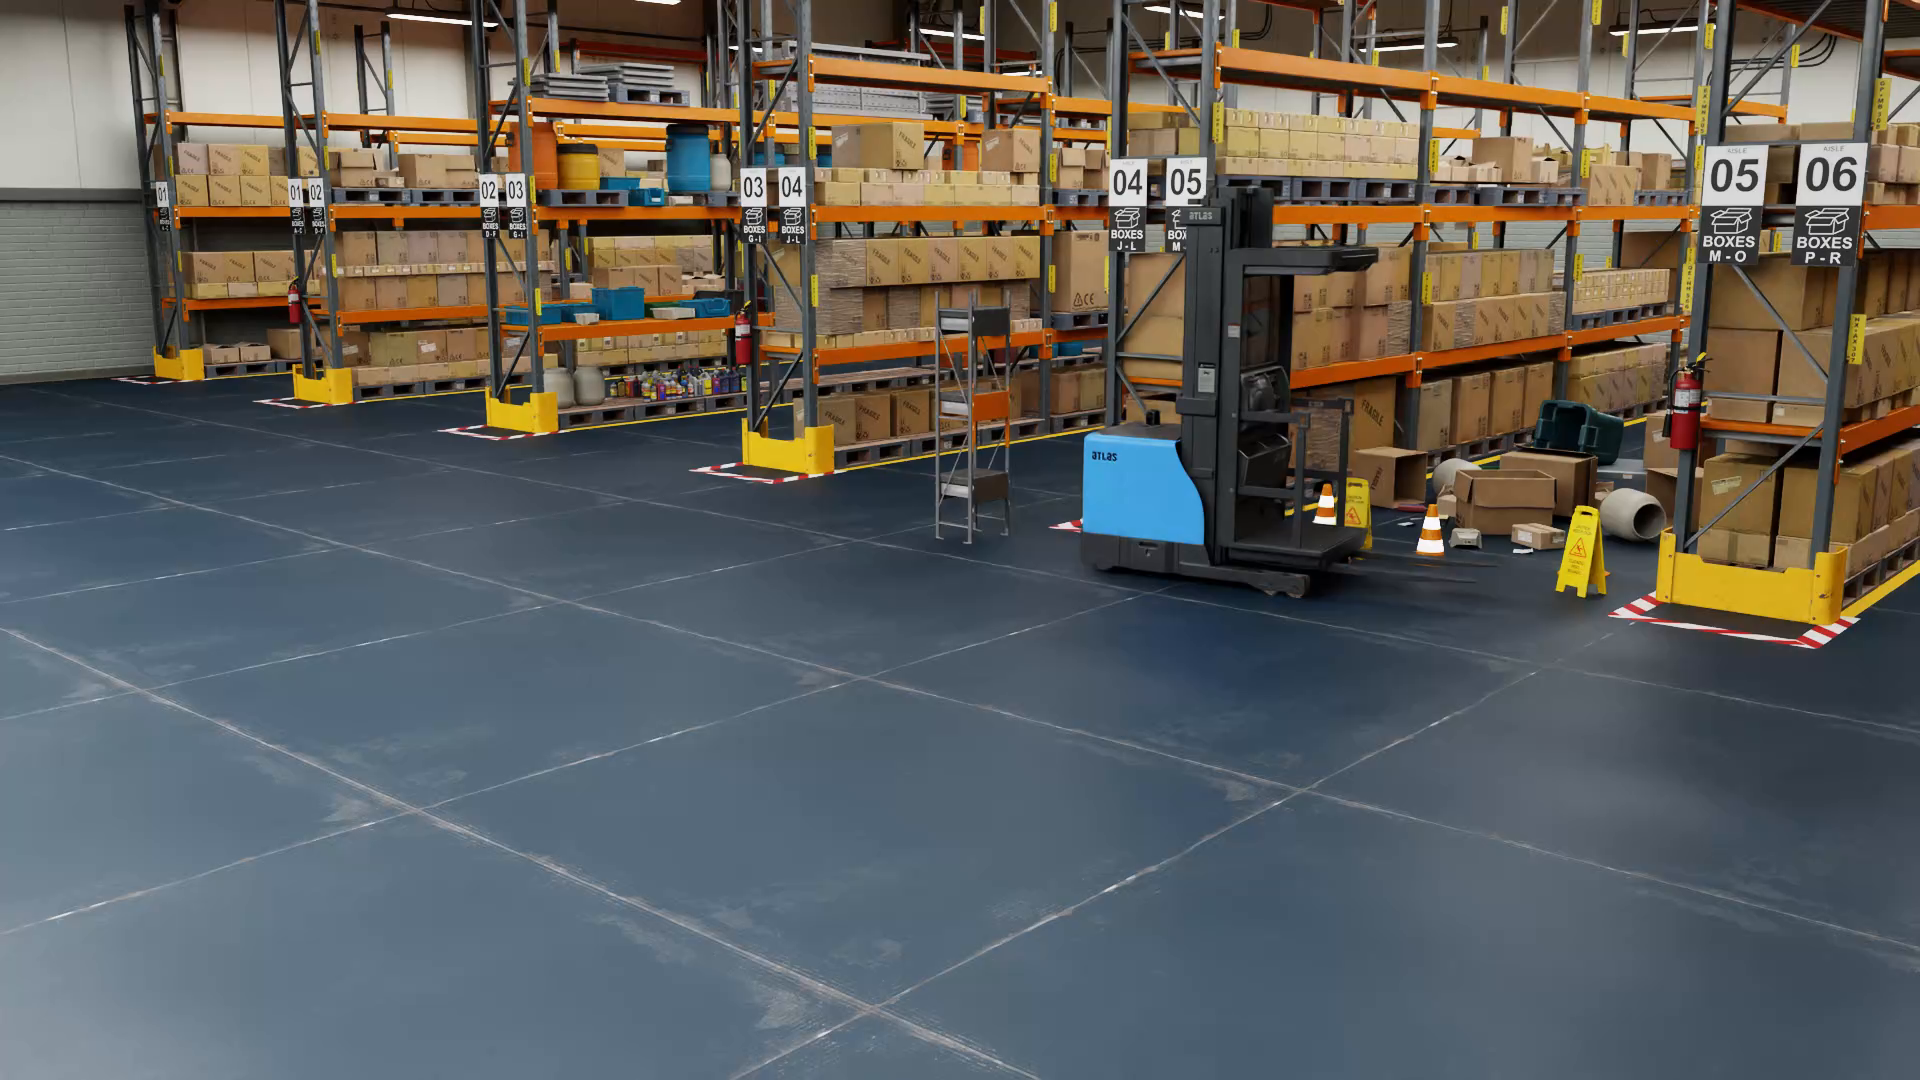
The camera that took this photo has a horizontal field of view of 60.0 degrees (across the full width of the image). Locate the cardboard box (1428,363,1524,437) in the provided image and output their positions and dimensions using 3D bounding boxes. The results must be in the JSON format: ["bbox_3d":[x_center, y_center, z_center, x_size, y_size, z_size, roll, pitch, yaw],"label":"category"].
[{"bbox_3d":[5.965,-1.671,19.593,1.050,0.750,0.750,10,15,41],"label":"cardboard box"}]

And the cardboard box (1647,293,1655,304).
[{"bbox_3d":[9.199,-3.288,22.585,0.380,0.149,0.250,10,15,40],"label":"cardboard box"}]

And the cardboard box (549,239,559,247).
[{"bbox_3d":[-8.018,-5.881,32.965,0.380,0.149,0.250,7,14,33],"label":"cardboard box"}]

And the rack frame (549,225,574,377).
[{"bbox_3d":[-6.730,-4.125,27.204,1.000,3.000,0.127,10,15,40],"label":"rack frame"}]

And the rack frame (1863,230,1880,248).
[{"bbox_3d":[8.153,-1.562,14.374,1.000,3.000,0.127,10,15,40],"label":"rack frame"}]

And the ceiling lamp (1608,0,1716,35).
[{"bbox_3d":[12.307,-10.480,28.805,2.000,3.185,0.800,10,15,40],"label":"ceiling lamp"}]

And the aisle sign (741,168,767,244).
[{"bbox_3d":[-2.198,-3.559,17.736,0.394,0.787,0.004,10,15,40],"label":"aisle sign"}]

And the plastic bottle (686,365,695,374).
[{"bbox_3d":[-3.856,-2.335,23.885,0.144,0.351,0.185,10,15,42],"label":"plastic bottle"}]

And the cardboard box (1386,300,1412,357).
[{"bbox_3d":[4.134,-2.205,17.210,0.875,0.550,0.550,10,15,40],"label":"cardboard box"}]

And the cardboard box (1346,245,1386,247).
[{"bbox_3d":[6.498,-4.498,26.781,0.500,0.500,0.500,10,15,40],"label":"cardboard box"}]

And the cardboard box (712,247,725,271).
[{"bbox_3d":[-5.288,-6.046,35.757,0.500,0.500,0.500,9,15,39],"label":"cardboard box"}]

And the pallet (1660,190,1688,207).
[{"bbox_3d":[9.162,-4.666,22.736,1.213,0.211,1.003,10,15,40],"label":"pallet"}]

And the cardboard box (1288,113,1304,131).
[{"bbox_3d":[2.859,-3.750,14.947,0.380,0.149,0.250,9,15,39],"label":"cardboard box"}]

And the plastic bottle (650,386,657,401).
[{"bbox_3d":[-4.153,-1.980,22.490,0.097,0.201,0.097,0,11,0],"label":"plastic bottle"}]

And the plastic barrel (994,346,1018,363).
[{"bbox_3d":[0.685,-3.336,28.340,0.600,0.588,0.708,10,15,40],"label":"plastic barrel"}]

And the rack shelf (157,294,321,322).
[{"bbox_3d":[-11.773,-4.118,29.005,1.077,0.370,4.000,10,15,40],"label":"rack shelf"}]

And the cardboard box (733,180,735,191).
[{"bbox_3d":[-4.346,-6.243,29.460,0.500,0.250,0.500,8,14,36],"label":"cardboard box"}]

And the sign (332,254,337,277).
[{"bbox_3d":[-8.957,-3.927,23.802,0.100,0.325,0.005,10,15,40],"label":"sign"}]

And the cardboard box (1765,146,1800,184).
[{"bbox_3d":[5.648,-2.627,11.671,0.500,0.250,0.500,10,15,40],"label":"cardboard box"}]

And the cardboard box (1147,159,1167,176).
[{"bbox_3d":[1.693,-3.294,14.701,0.380,0.149,0.250,10,15,40],"label":"cardboard box"}]

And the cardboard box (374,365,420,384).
[{"bbox_3d":[-8.522,-2.518,25.108,0.500,0.250,0.500,10,15,40],"label":"cardboard box"}]

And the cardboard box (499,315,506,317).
[{"bbox_3d":[-9.008,-4.446,32.157,0.500,0.250,0.500,10,15,40],"label":"cardboard box"}]

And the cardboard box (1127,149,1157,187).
[{"bbox_3d":[2.554,-4.947,22.130,0.500,0.500,0.500,10,15,41],"label":"cardboard box"}]

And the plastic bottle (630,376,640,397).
[{"bbox_3d":[-4.501,-2.126,23.008,0.061,0.283,0.133,10,15,40],"label":"plastic bottle"}]

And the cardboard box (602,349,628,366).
[{"bbox_3d":[-5.939,-3.085,27.945,0.500,0.250,0.500,10,15,42],"label":"cardboard box"}]

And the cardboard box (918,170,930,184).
[{"bbox_3d":[-0.562,-4.088,18.727,0.380,0.149,0.250,10,15,40],"label":"cardboard box"}]

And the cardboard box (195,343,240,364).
[{"bbox_3d":[-12.569,-3.164,28.133,0.500,0.311,0.500,8,14,34],"label":"cardboard box"}]

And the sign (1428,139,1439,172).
[{"bbox_3d":[4.786,-3.879,16.793,0.100,0.325,0.005,10,15,40],"label":"sign"}]

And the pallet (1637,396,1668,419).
[{"bbox_3d":[9.136,-1.882,23.095,1.003,0.211,1.213,10,15,40],"label":"pallet"}]

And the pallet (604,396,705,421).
[{"bbox_3d":[-4.291,-1.843,22.898,1.003,0.211,1.213,10,15,40],"label":"pallet"}]

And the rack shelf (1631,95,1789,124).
[{"bbox_3d":[10.969,-6.246,24.353,1.077,0.370,4.000,10,15,40],"label":"rack shelf"}]

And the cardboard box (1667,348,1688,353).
[{"bbox_3d":[11.043,-2.856,25.539,0.380,0.149,0.250,11,15,43],"label":"cardboard box"}]

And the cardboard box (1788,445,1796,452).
[{"bbox_3d":[6.206,-0.768,12.775,0.380,0.149,0.250,10,15,41],"label":"cardboard box"}]

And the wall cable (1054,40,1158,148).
[{"bbox_3d":[3.502,-10.862,40.653,3.097,2.526,0.112,10,15,40],"label":"wall cable"}]

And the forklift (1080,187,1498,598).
[{"bbox_3d":[2.472,-1.135,12.411,3.031,2.935,1.130,7,13,30],"label":"forklift"}]

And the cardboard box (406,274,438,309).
[{"bbox_3d":[-8.377,-3.802,25.336,0.700,0.500,0.500,10,15,41],"label":"cardboard box"}]

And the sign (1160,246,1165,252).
[{"bbox_3d":[2.931,-4.071,23.979,0.100,0.325,0.005,10,15,40],"label":"sign"}]

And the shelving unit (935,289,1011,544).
[{"bbox_3d":[0.109,-1.054,14.127,0.431,2.100,0.503,10,15,40],"label":"shelving unit"}]

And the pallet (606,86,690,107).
[{"bbox_3d":[-4.340,-5.832,21.937,1.003,0.211,1.213,10,15,40],"label":"pallet"}]

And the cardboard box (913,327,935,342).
[{"bbox_3d":[-0.501,-2.351,18.965,0.380,0.149,0.250,10,15,40],"label":"cardboard box"}]

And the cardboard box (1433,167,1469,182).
[{"bbox_3d":[5.239,-3.910,17.787,0.250,0.149,0.380,10,15,40],"label":"cardboard box"}]

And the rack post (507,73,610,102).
[{"bbox_3d":[-5.057,-5.687,20.984,0.954,0.300,0.937,-10,15,-41],"label":"rack post"}]

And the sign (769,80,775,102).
[{"bbox_3d":[-2.605,-6.250,23.064,0.100,0.325,0.005,10,15,40],"label":"sign"}]

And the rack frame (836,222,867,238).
[{"bbox_3d":[-2.532,-6.530,39.248,1.000,3.000,0.127,10,15,40],"label":"rack frame"}]

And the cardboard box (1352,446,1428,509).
[{"bbox_3d":[4.114,-0.602,15.941,0.500,0.500,0.500,-9,14,-38],"label":"cardboard box"}]

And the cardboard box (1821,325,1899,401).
[{"bbox_3d":[6.373,-1.279,11.942,0.500,0.500,0.500,10,15,42],"label":"cardboard box"}]

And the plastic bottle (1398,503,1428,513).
[{"bbox_3d":[4.249,-0.297,15.544,0.283,0.061,0.133,4,12,21],"label":"plastic bottle"}]

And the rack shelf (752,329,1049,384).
[{"bbox_3d":[-0.611,-2.196,19.386,1.077,0.370,4.000,10,15,40],"label":"rack shelf"}]

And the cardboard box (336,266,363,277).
[{"bbox_3d":[-8.949,-3.933,24.334,0.380,0.149,0.250,10,15,40],"label":"cardboard box"}]

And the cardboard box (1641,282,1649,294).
[{"bbox_3d":[9.019,-3.393,22.350,0.380,0.149,0.250,9,14,39],"label":"cardboard box"}]

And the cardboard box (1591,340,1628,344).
[{"bbox_3d":[8.963,-2.638,23.154,0.500,0.250,0.500,9,14,38],"label":"cardboard box"}]

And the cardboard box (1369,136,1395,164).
[{"bbox_3d":[3.902,-3.805,16.243,0.500,0.250,0.500,10,15,40],"label":"cardboard box"}]

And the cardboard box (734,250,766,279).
[{"bbox_3d":[-3.758,-5.075,30.637,0.700,0.500,0.500,4,12,21],"label":"cardboard box"}]

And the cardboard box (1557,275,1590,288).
[{"bbox_3d":[7.635,-3.233,20.790,0.380,0.149,0.250,9,15,39],"label":"cardboard box"}]
